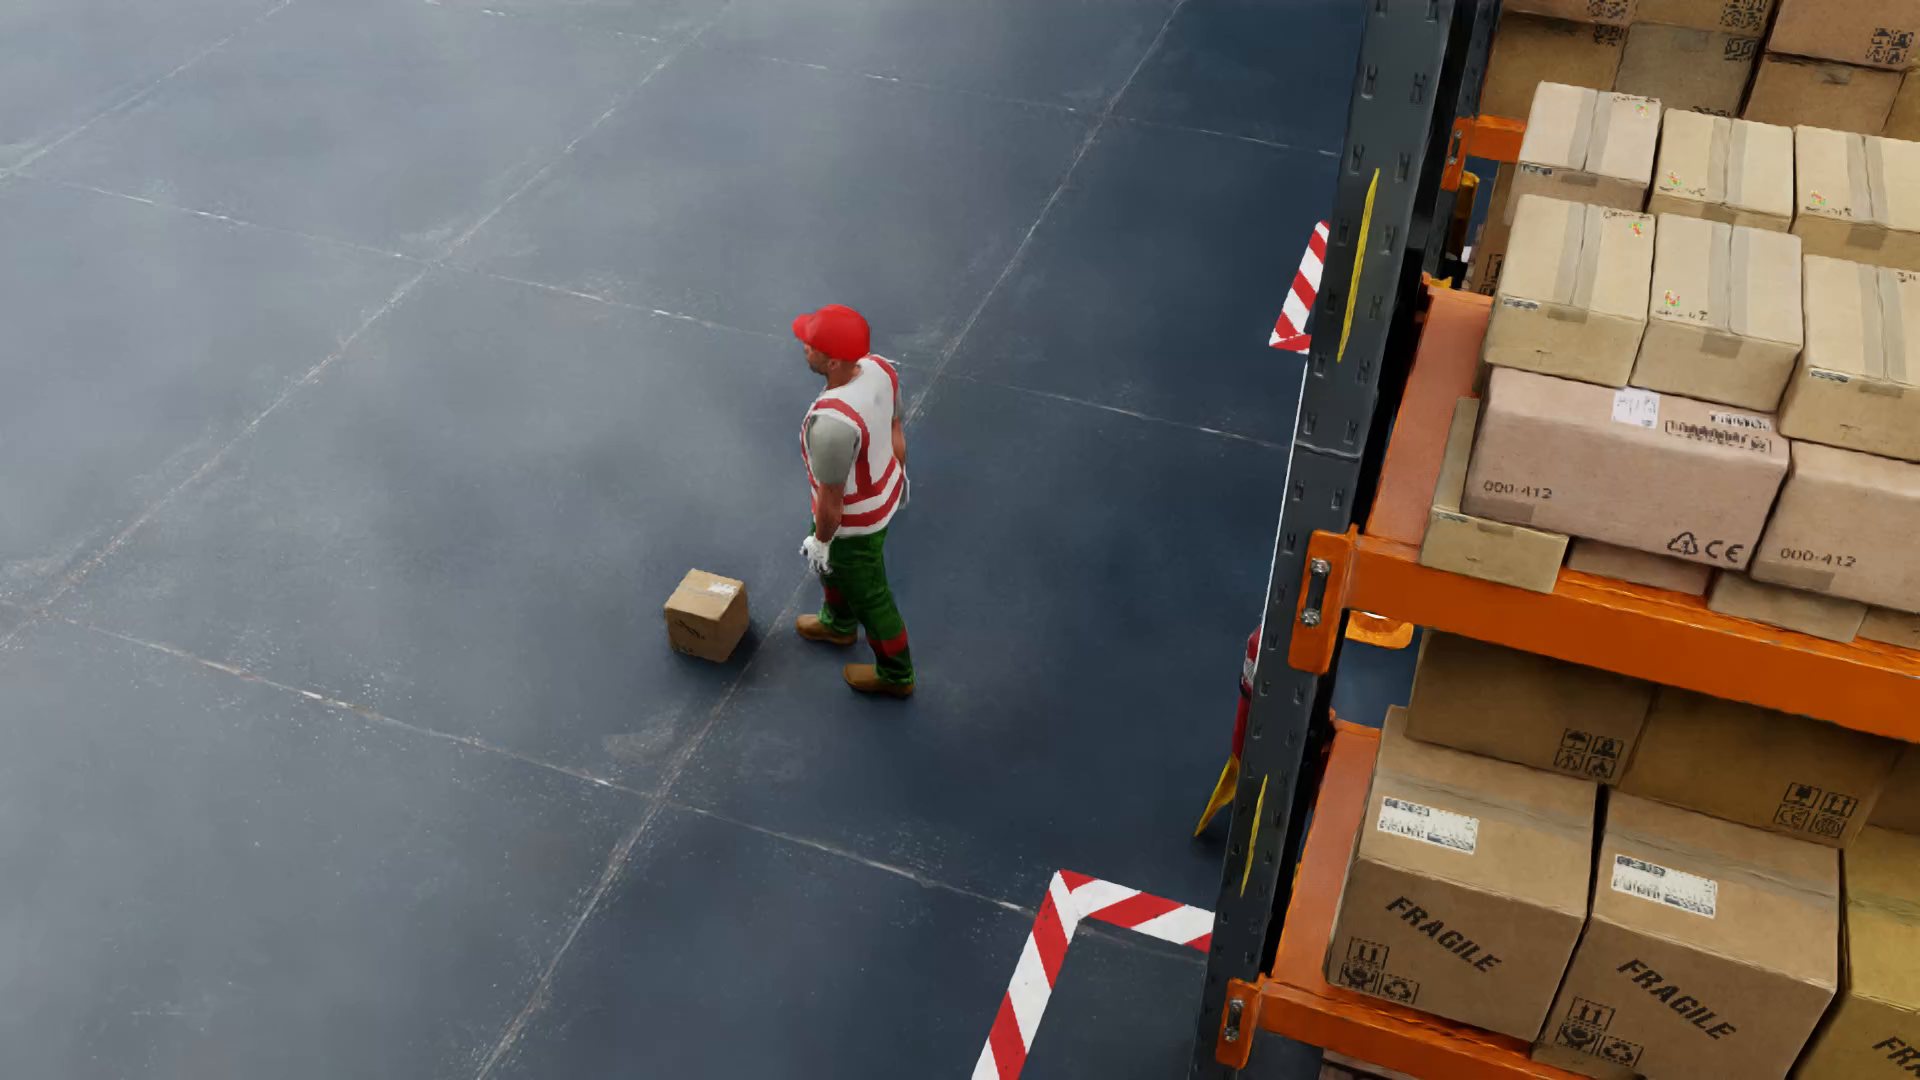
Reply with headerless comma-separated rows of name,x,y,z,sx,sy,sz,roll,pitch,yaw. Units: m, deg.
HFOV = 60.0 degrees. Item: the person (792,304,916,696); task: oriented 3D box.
person,-0.462,-0.133,6.270,0.604,1.779,0.543,11,42,12
